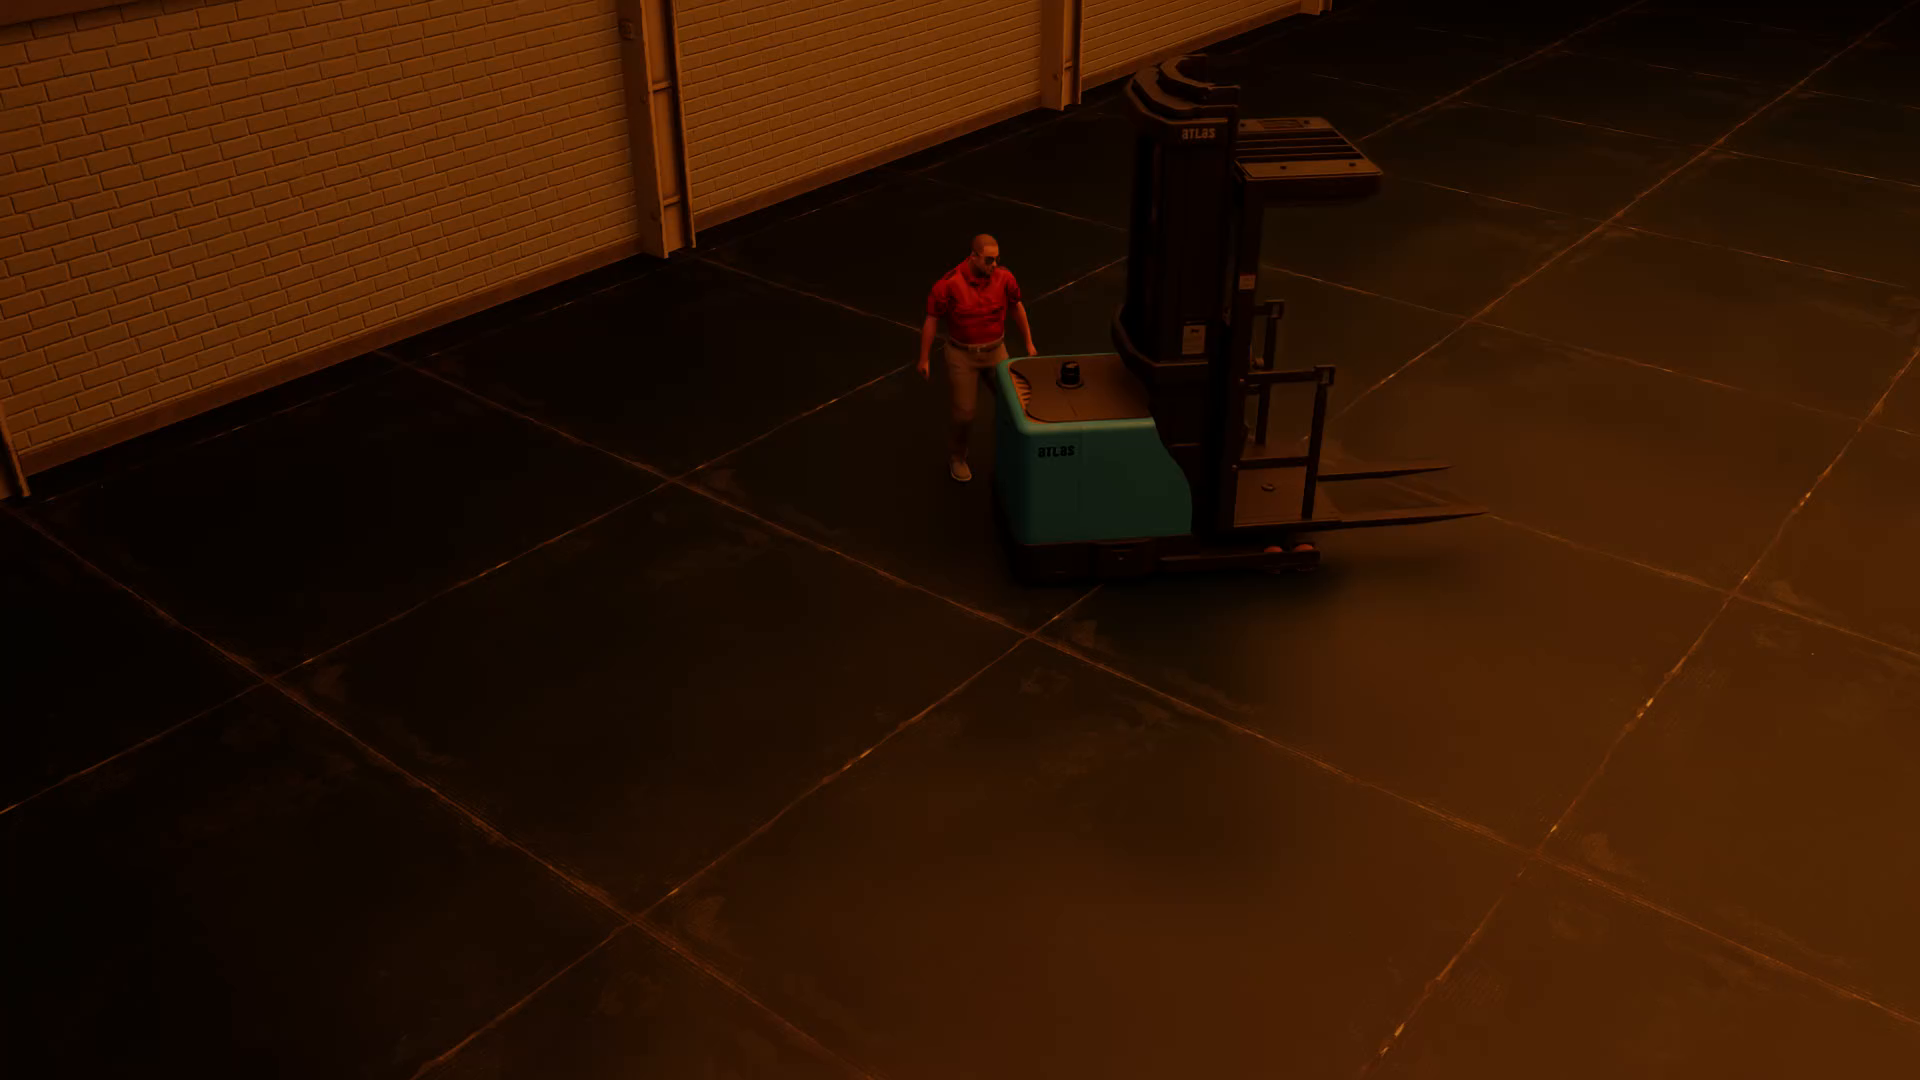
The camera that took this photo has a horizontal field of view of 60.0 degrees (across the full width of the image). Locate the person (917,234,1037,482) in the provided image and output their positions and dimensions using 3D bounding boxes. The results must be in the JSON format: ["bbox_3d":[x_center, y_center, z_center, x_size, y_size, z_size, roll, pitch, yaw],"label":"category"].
[{"bbox_3d":[0.145,-1.206,10.883,0.842,1.702,0.390,-11,32,-18],"label":"person"}]

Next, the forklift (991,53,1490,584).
[{"bbox_3d":[1.761,-1.320,9.854,3.031,2.935,1.130,-4,31,-6],"label":"forklift"}]
